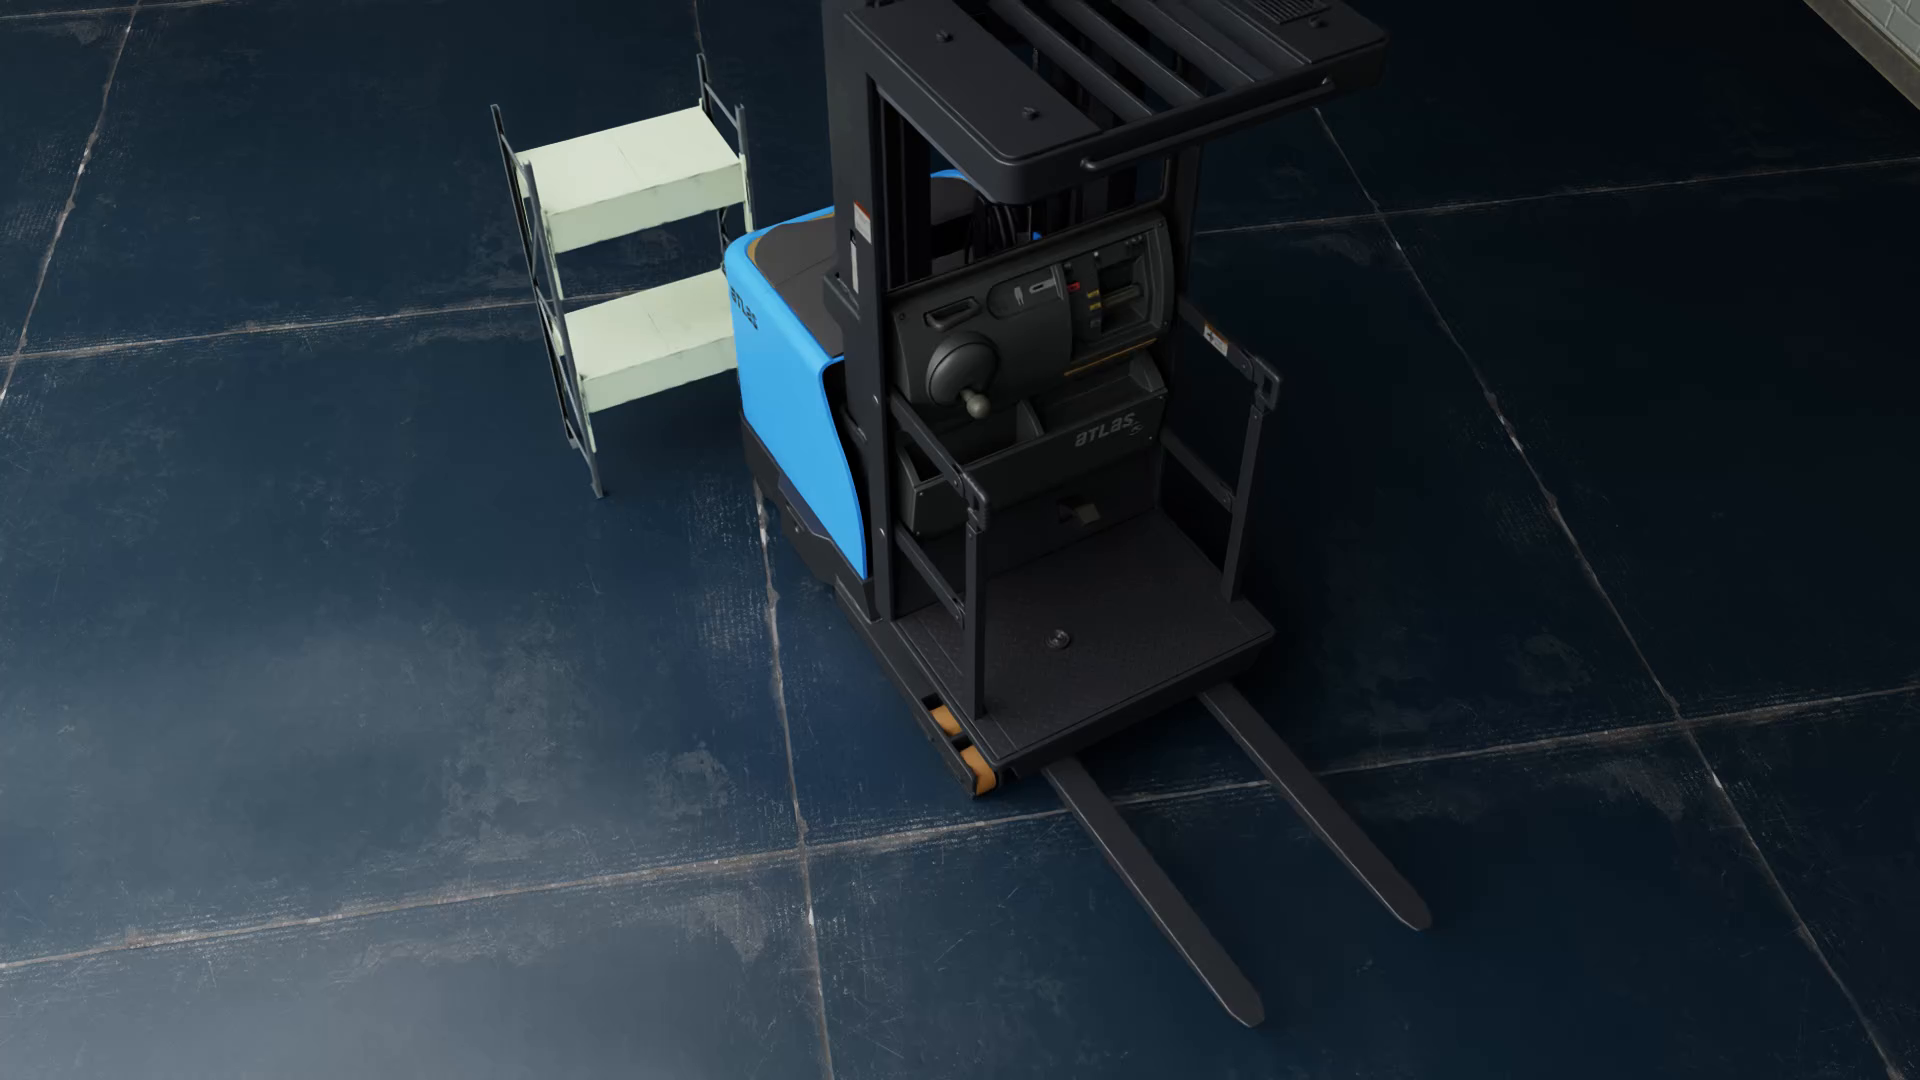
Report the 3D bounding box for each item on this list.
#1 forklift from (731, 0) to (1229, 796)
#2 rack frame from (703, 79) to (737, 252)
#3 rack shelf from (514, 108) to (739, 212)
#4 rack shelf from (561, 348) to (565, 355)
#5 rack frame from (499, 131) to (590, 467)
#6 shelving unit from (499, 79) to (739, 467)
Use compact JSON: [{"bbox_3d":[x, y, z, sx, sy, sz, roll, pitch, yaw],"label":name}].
[{"bbox_3d":[0.330,-0.562,4.756,1.109,2.935,3.031,-23,50,-20],"label":"forklift"},{"bbox_3d":[-0.821,-1.049,6.220,0.010,1.308,0.380,-20,49,-18],"label":"rack frame"},{"bbox_3d":[-1.146,-1.293,5.727,0.686,0.052,0.368,-20,49,-18],"label":"rack shelf"},{"bbox_3d":[-1.146,-0.753,6.287,0.664,0.071,0.332,-20,49,-18],"label":"rack shelf"},{"bbox_3d":[-1.474,-0.811,5.990,0.010,1.308,0.380,-20,49,-18],"label":"rack frame"},{"bbox_3d":[-1.147,-0.930,6.105,0.742,1.308,0.380,-20,49,-18],"label":"shelving unit"}]
